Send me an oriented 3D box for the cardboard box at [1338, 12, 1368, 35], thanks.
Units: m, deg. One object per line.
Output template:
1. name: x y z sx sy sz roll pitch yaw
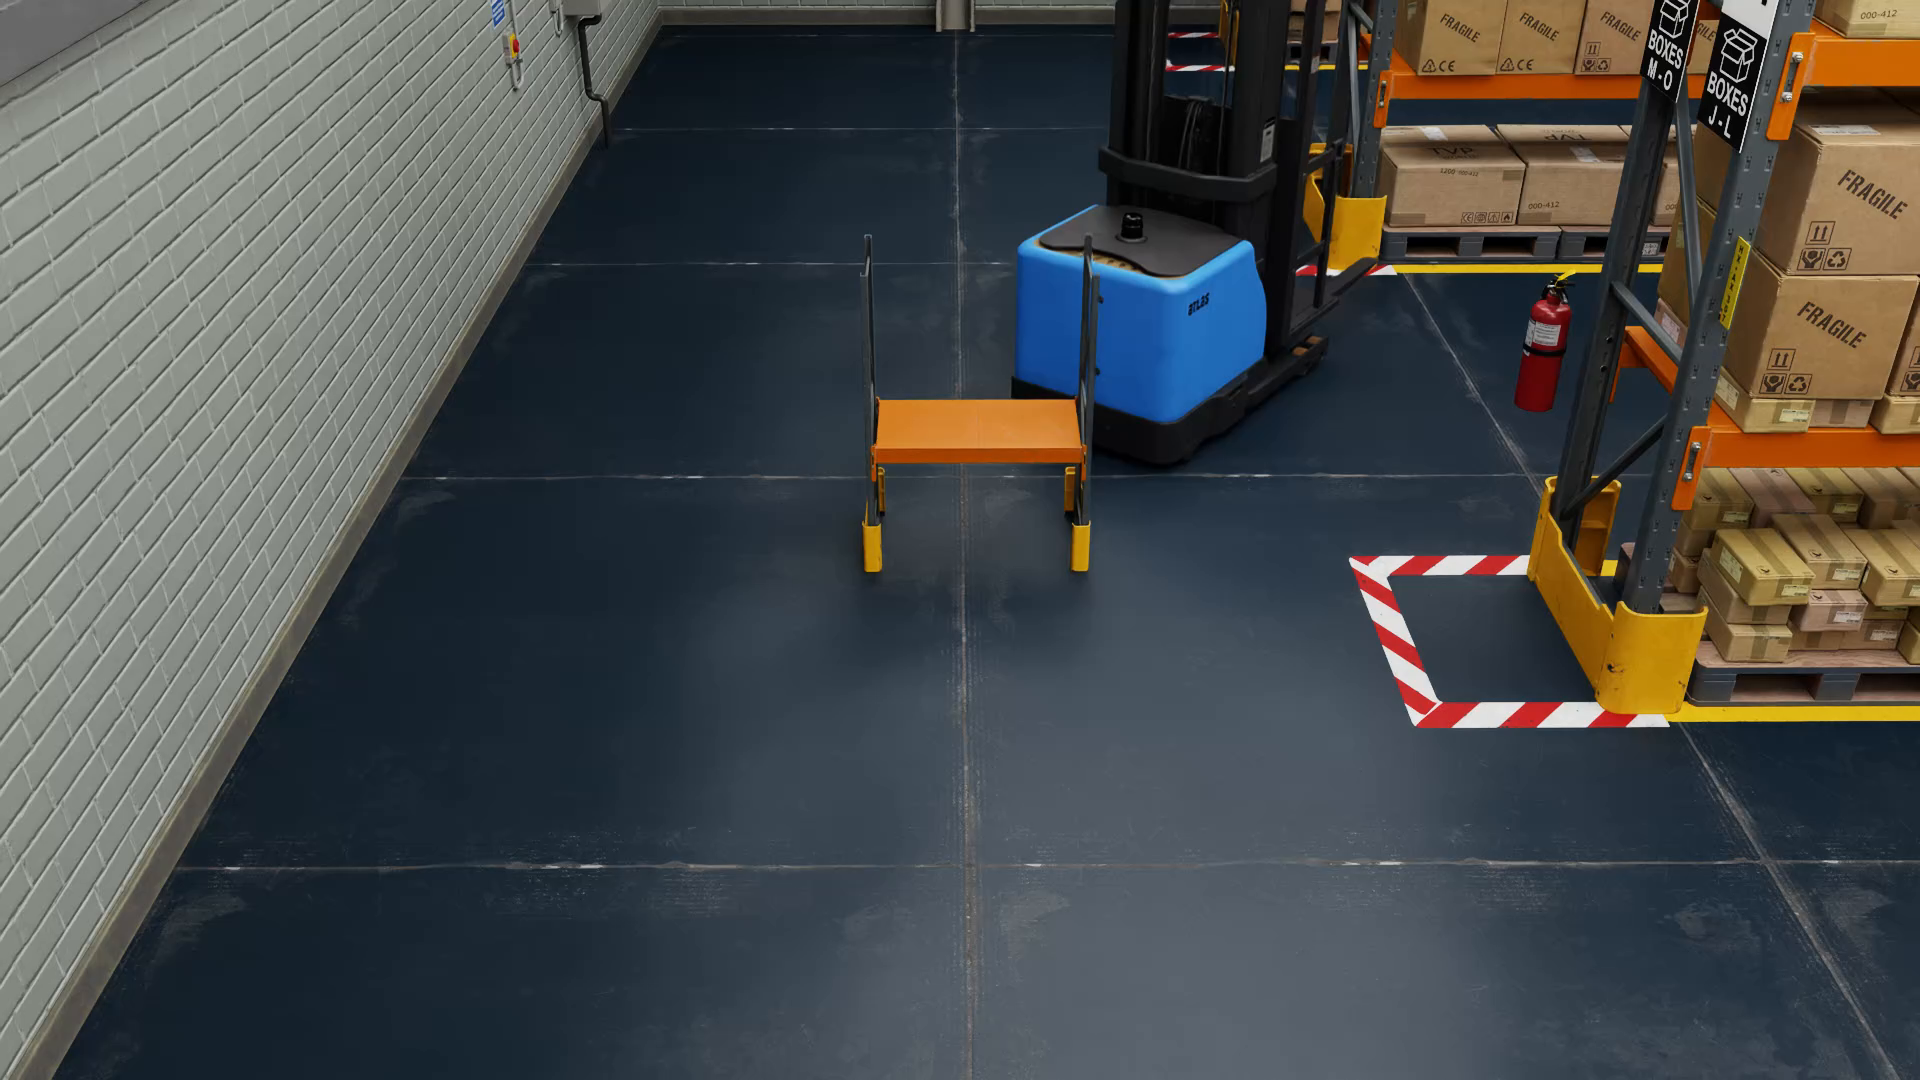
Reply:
1. cardboard box: 3.692 -4.885 15.754 0.250 0.149 0.380 -1 31 -2

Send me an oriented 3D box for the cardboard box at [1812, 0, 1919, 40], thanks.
1. cardboard box: 3.270 -1.936 5.801 0.500 0.250 0.500 1 31 1

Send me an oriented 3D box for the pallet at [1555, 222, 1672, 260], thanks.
1. pallet: 4.705 -2.269 11.786 1.213 0.211 1.003 0 31 0

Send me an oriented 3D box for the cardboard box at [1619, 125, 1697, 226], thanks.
1. cardboard box: 5.165 -2.563 11.648 0.875 0.438 0.875 -1 31 -2

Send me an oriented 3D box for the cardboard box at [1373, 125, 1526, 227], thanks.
1. cardboard box: 3.348 -2.554 11.633 0.875 0.438 0.875 -1 31 -2

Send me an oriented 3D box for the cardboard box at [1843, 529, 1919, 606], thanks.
1. cardboard box: 3.873 0.113 6.941 0.250 0.149 0.380 0 31 0

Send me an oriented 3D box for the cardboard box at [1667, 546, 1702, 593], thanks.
1. cardboard box: 3.345 0.081 7.568 0.250 0.149 0.380 0 31 1

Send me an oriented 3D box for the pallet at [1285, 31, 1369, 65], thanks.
1. pallet: 3.528 -4.802 15.961 1.213 0.211 1.003 0 31 0

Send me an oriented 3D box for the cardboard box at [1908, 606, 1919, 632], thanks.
1. cardboard box: 4.121 0.232 7.032 0.250 0.149 0.380 1 31 1

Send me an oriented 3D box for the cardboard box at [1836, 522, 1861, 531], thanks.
1. cardboard box: 3.865 -0.089 7.561 0.250 0.149 0.380 -1 31 -2

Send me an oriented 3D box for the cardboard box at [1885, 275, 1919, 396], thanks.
1. cardboard box: 3.805 -0.891 6.444 0.500 0.500 0.500 0 31 0

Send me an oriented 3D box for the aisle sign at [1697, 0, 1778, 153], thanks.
1. aisle sign: 2.748 -1.804 5.826 0.004 0.787 0.394 0 31 0

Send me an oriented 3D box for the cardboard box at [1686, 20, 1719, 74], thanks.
1. cardboard box: 4.686 -3.330 10.750 0.500 0.500 0.500 1 31 1

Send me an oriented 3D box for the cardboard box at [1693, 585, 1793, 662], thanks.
1. cardboard box: 3.345 0.355 7.116 0.250 0.149 0.380 0 31 1

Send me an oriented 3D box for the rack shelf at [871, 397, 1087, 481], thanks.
1. rack shelf: 0.085 -0.488 7.955 1.000 0.185 0.538 0 31 0

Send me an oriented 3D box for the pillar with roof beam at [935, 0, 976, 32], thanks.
1. pillar with roof beam: -0.021 -6.781 10.752 0.400 9.000 9.100 0 31 0

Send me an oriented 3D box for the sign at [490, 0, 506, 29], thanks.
1. sign: -3.011 -3.476 10.828 0.001 0.218 0.327 0 31 0

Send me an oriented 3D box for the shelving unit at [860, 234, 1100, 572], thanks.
1. shelving unit: 0.076 -0.641 7.861 1.083 1.500 0.587 0 31 0

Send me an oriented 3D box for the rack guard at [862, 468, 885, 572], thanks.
1. rack guard: -0.422 -0.106 8.183 0.087 0.250 0.587 0 31 0

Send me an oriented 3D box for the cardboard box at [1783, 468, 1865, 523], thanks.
1. cardboard box: 3.857 -0.234 7.515 0.250 0.149 0.380 -1 31 -1

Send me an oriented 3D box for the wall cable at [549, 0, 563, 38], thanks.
1. wall cable: -2.970 -4.556 11.888 0.122 1.984 0.588 0 31 0

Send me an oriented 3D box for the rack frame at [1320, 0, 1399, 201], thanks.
1. rack frame: 2.689 -3.416 10.988 0.127 3.000 1.000 0 31 0

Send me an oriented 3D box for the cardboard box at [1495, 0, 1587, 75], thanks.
1. cardboard box: 3.676 -3.327 10.746 0.500 0.500 0.500 -1 31 -1

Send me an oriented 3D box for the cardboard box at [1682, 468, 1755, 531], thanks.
1. cardboard box: 3.347 -0.197 7.453 0.250 0.149 0.380 0 31 0

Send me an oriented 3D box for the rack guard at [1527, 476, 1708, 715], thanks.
1. rack guard: 2.895 0.220 7.406 0.348 0.500 1.175 0 31 0

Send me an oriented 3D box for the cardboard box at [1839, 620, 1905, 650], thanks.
1. cardboard box: 3.855 0.307 7.195 0.250 0.149 0.380 0 31 0

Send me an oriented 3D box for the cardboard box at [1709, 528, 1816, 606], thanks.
1. cardboard box: 3.345 0.111 6.945 0.250 0.149 0.380 -2 31 -3

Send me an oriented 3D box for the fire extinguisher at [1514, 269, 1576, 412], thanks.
1. fire extinguisher: 2.565 -0.895 7.267 0.183 0.674 0.296 0 31 0

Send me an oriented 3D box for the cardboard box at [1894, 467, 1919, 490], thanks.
1. cardboard box: 4.385 -0.232 7.511 0.250 0.149 0.380 1 31 2

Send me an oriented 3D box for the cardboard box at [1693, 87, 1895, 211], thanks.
1. cardboard box: 3.276 -1.576 6.609 0.500 0.500 0.500 -1 31 -1

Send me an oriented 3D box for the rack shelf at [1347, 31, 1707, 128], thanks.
1. rack shelf: 4.689 -3.115 11.185 4.000 0.370 1.077 0 31 0

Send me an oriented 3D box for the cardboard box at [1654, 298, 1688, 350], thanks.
1. cardboard box: 3.144 -0.889 7.065 0.250 0.149 0.380 0 31 0

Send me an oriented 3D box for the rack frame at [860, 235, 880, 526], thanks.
1. rack frame: -0.423 -0.640 7.859 0.032 1.500 0.500 0 31 0

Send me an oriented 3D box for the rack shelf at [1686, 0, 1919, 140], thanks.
1. rack shelf: 4.819 -1.830 6.176 4.000 0.370 1.077 0 31 0

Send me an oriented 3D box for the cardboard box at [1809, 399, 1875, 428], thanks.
1. cardboard box: 3.400 -0.594 6.580 0.250 0.149 0.380 1 31 1

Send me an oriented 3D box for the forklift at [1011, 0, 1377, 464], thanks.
1. forklift: 1.559 -2.363 9.319 1.130 2.935 3.031 21 37 30

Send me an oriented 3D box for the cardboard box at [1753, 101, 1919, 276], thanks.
1. cardboard box: 3.270 -1.310 6.170 0.500 0.500 0.500 0 31 -1

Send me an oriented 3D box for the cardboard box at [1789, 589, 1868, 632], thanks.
1. cardboard box: 3.619 0.223 7.047 0.250 0.149 0.380 0 31 -1
